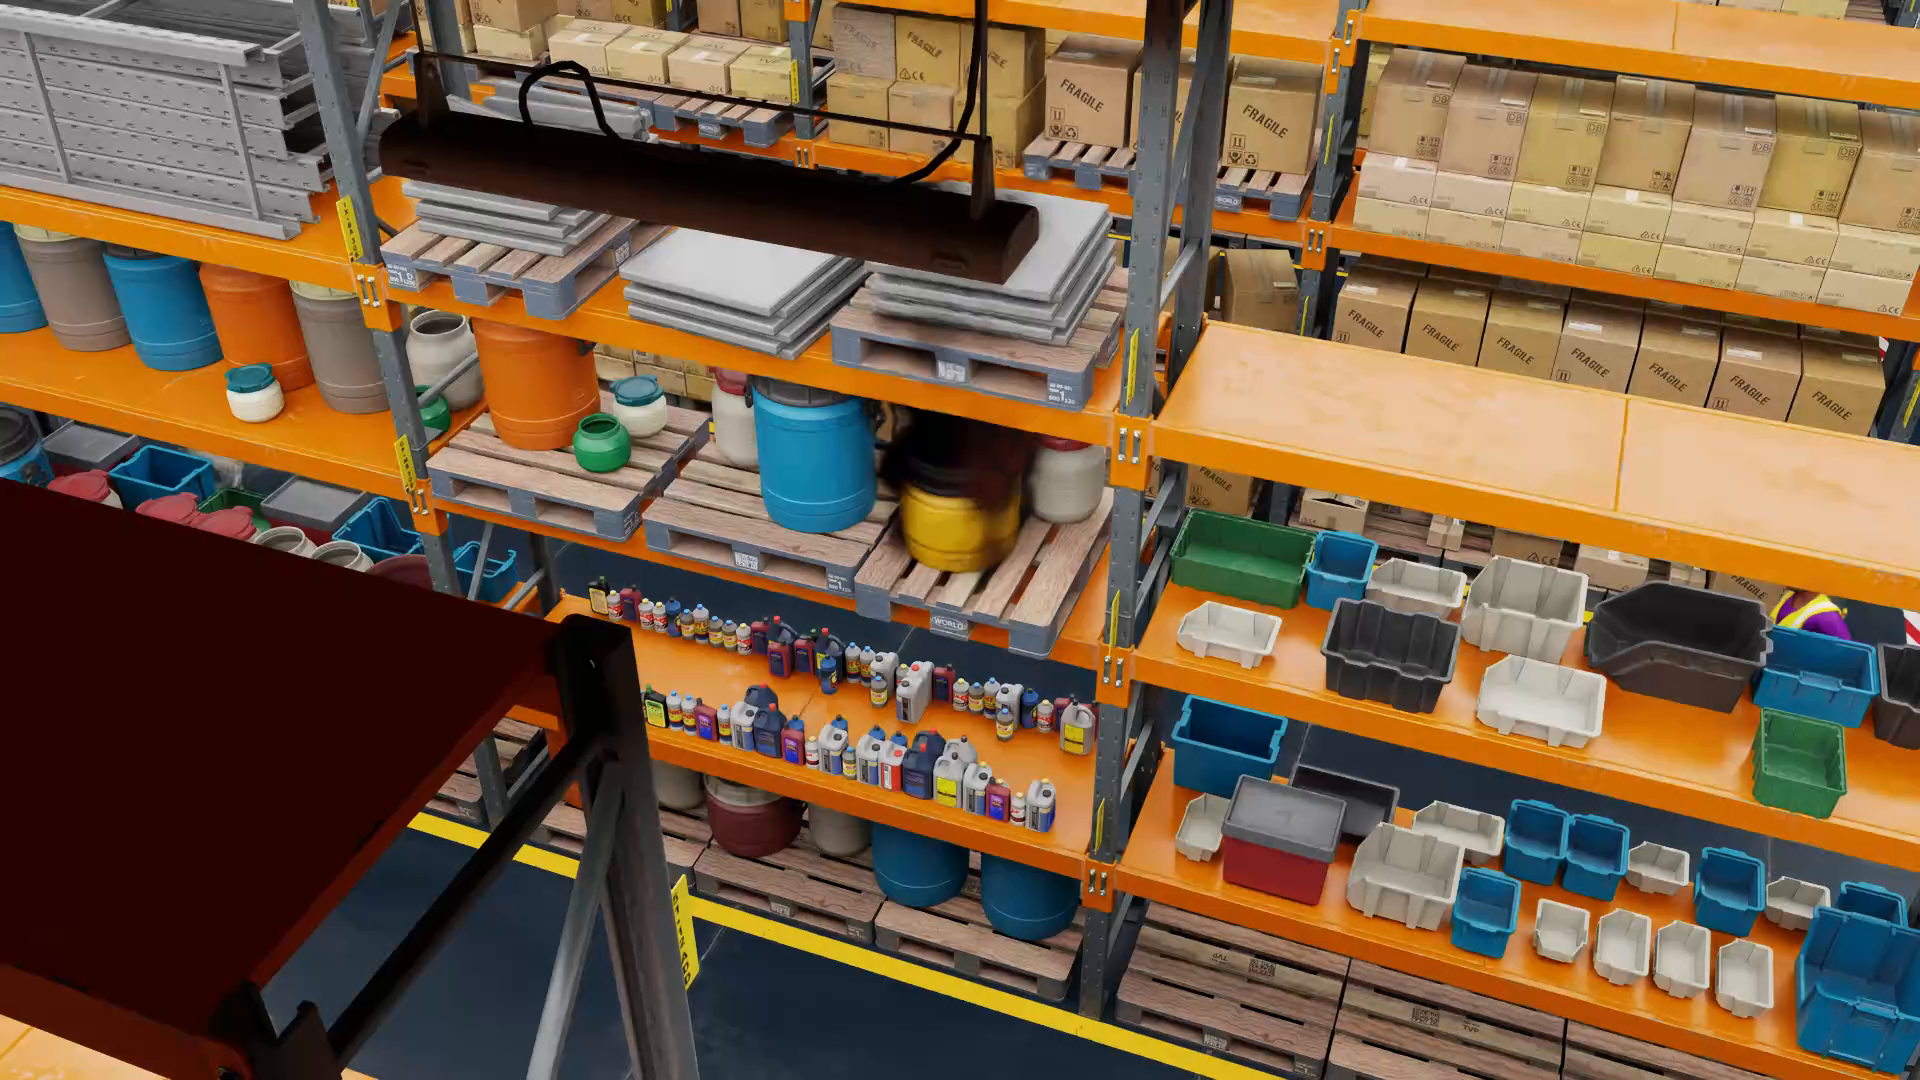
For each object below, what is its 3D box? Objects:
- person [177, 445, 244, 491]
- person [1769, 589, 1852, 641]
[{"bbox_3d":[-6.129,-1.069,13.457,0.539,1.666,0.630,6,37,8],"label":"person"},{"bbox_3d":[5.412,0.852,10.833,0.512,1.669,0.778,4,37,5],"label":"person"}]
